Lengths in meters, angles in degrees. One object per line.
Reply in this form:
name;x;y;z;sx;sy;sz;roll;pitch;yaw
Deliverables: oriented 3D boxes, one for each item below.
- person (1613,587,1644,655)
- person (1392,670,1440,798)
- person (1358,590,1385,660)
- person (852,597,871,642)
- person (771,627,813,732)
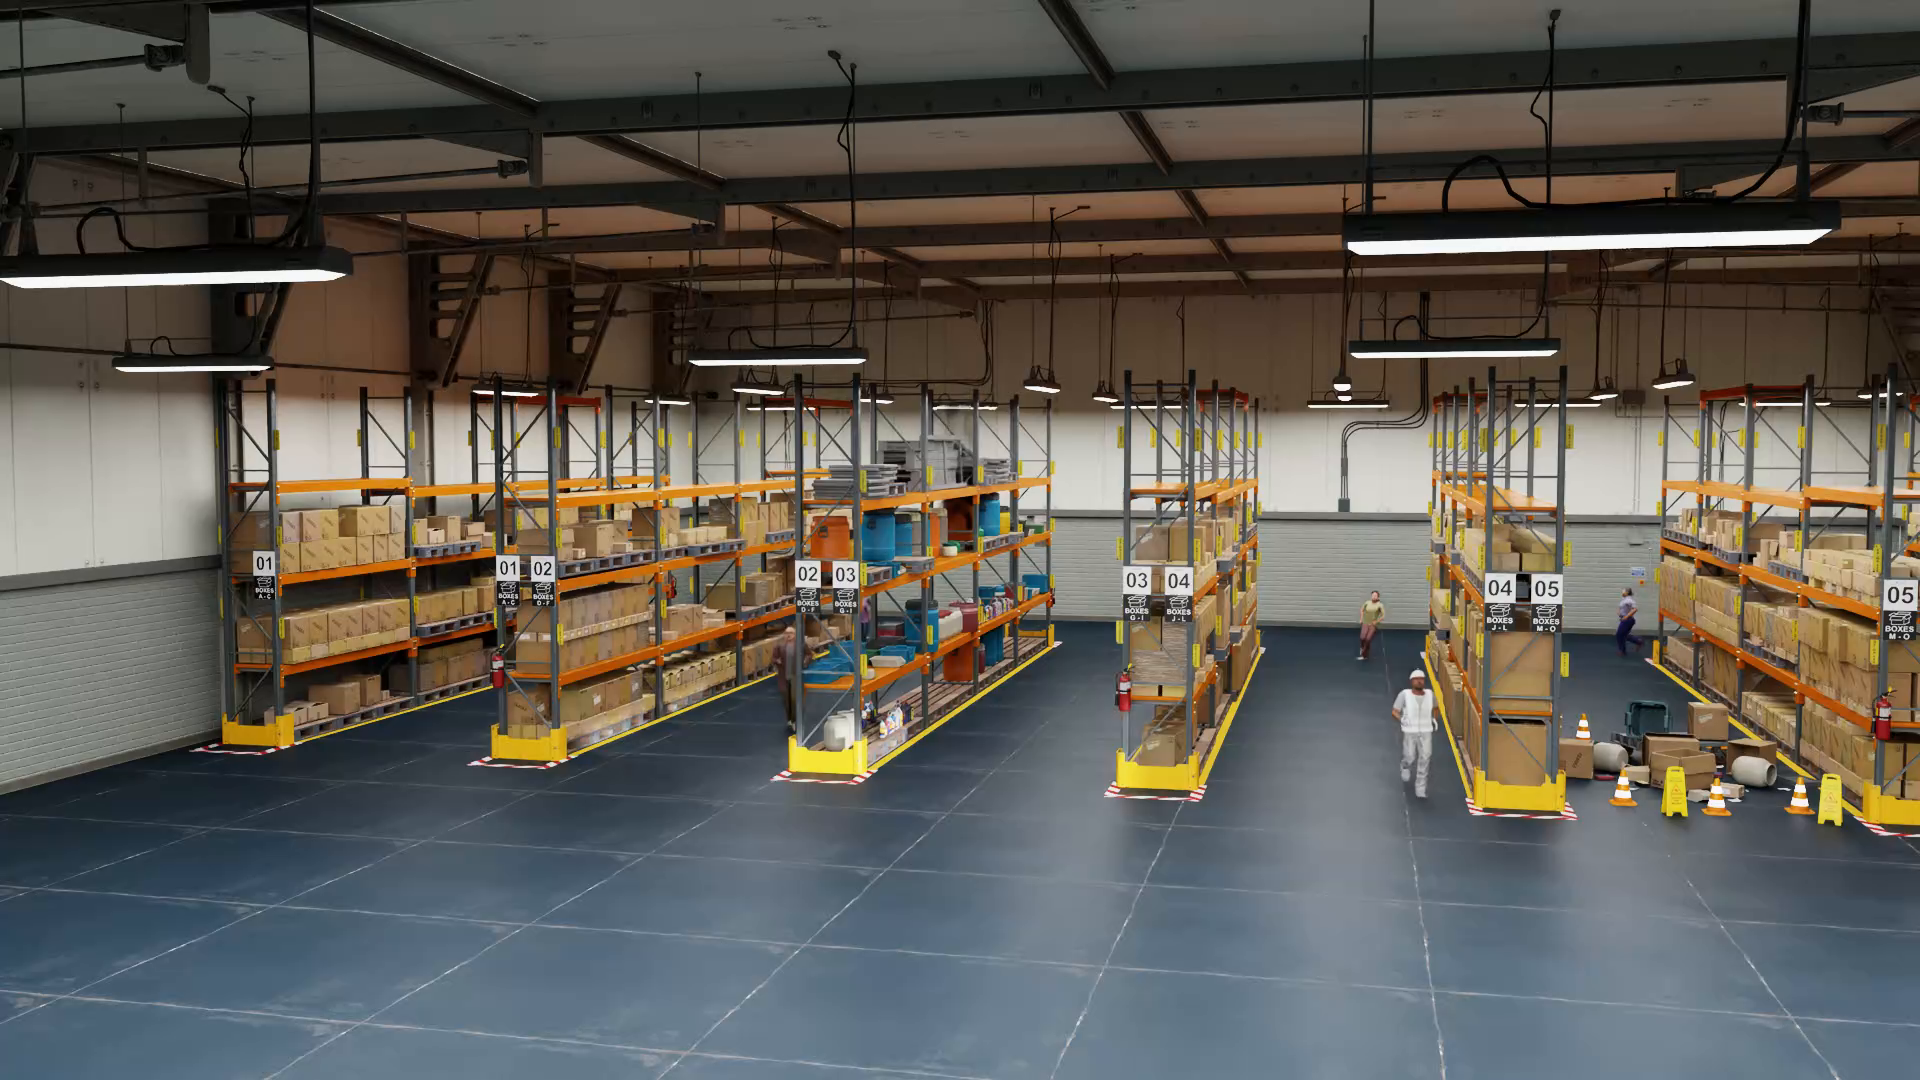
person;15.570;1.896;38.627;0.686;1.621;0.607;1;4;16
person;6.455;2.713;23.466;0.684;1.747;0.874;0;3;5
person;9.302;1.942;37.650;0.602;1.601;0.523;2;4;26
person;-2.117;1.790;35.264;0.530;1.630;0.763;0;3;4
person;-2.920;2.406;28.654;0.688;1.814;0.754;0;3;6
